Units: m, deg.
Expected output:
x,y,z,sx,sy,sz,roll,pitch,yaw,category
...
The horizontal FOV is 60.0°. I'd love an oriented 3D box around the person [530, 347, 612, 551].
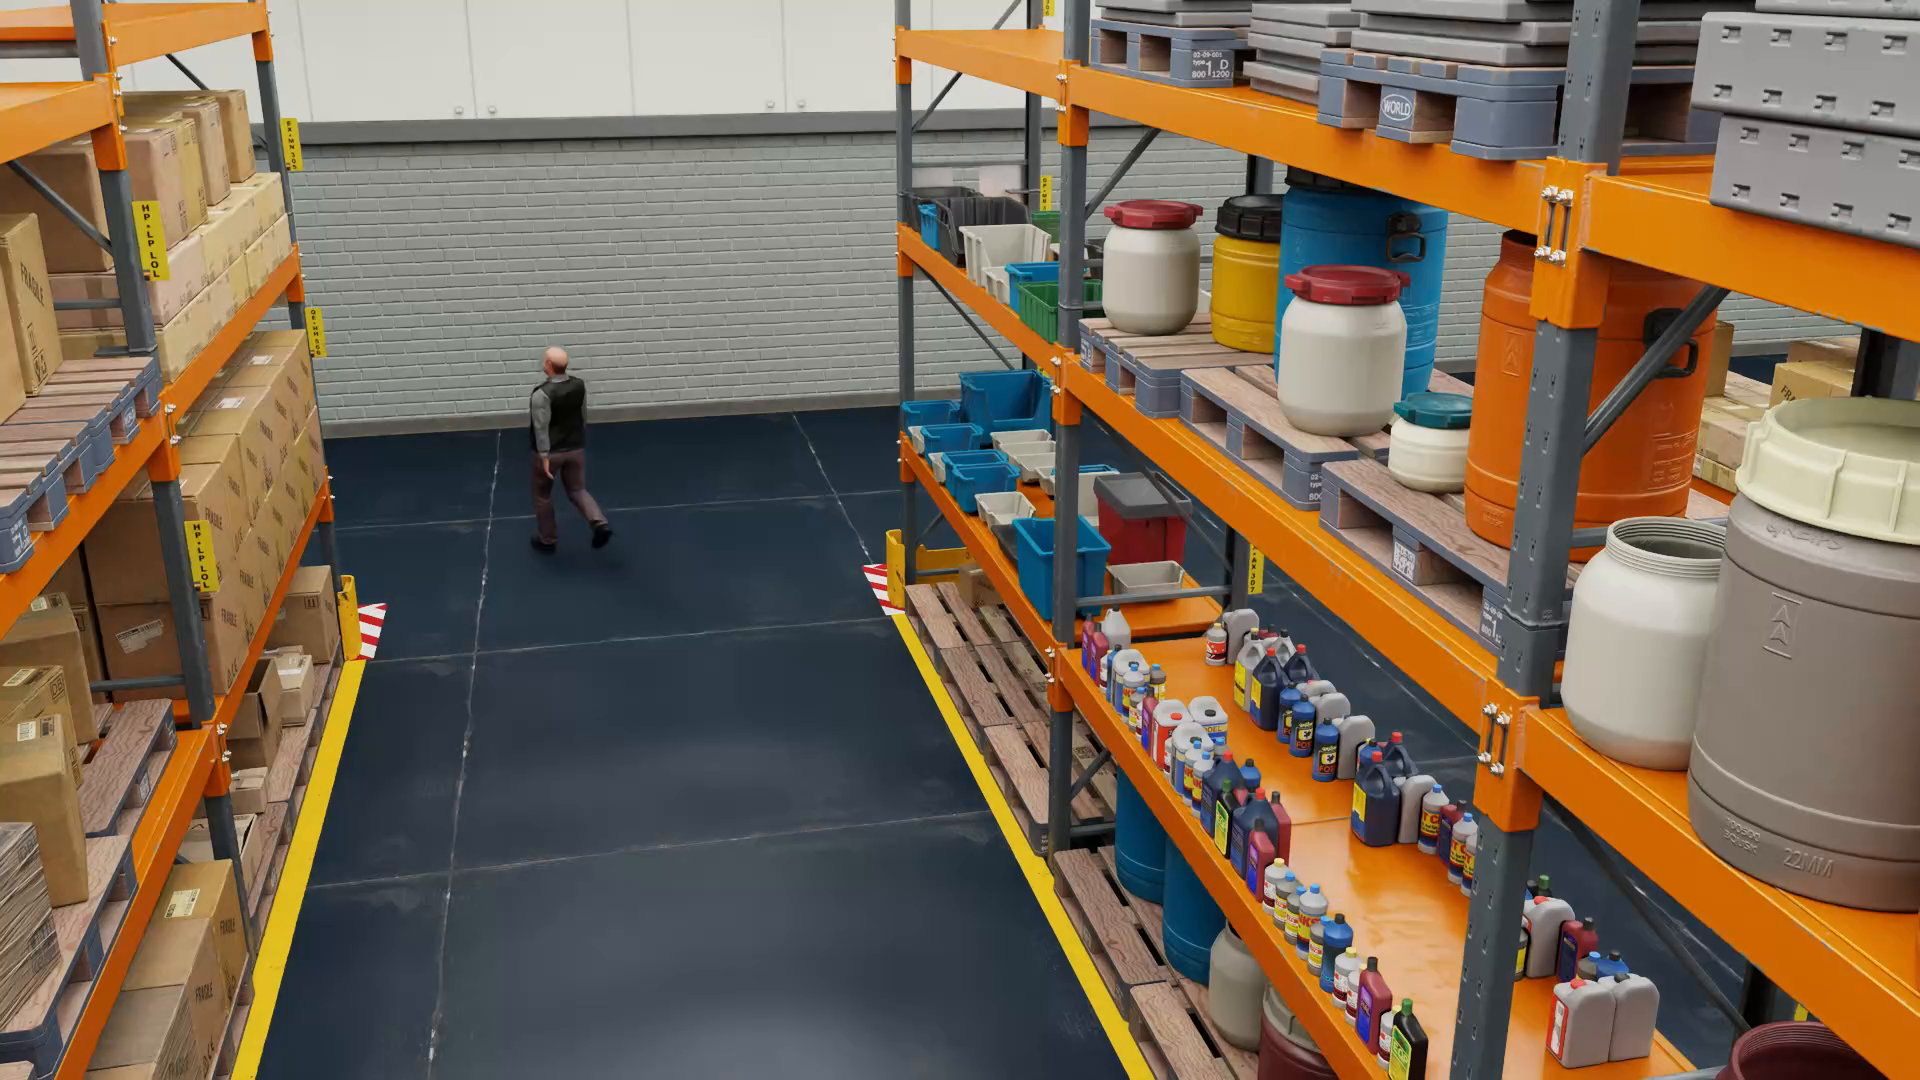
x,y,z,sx,sy,sz,roll,pitch,yaw,category
-3.152,-0.662,13.174,0.842,1.610,0.526,18,26,42,person
